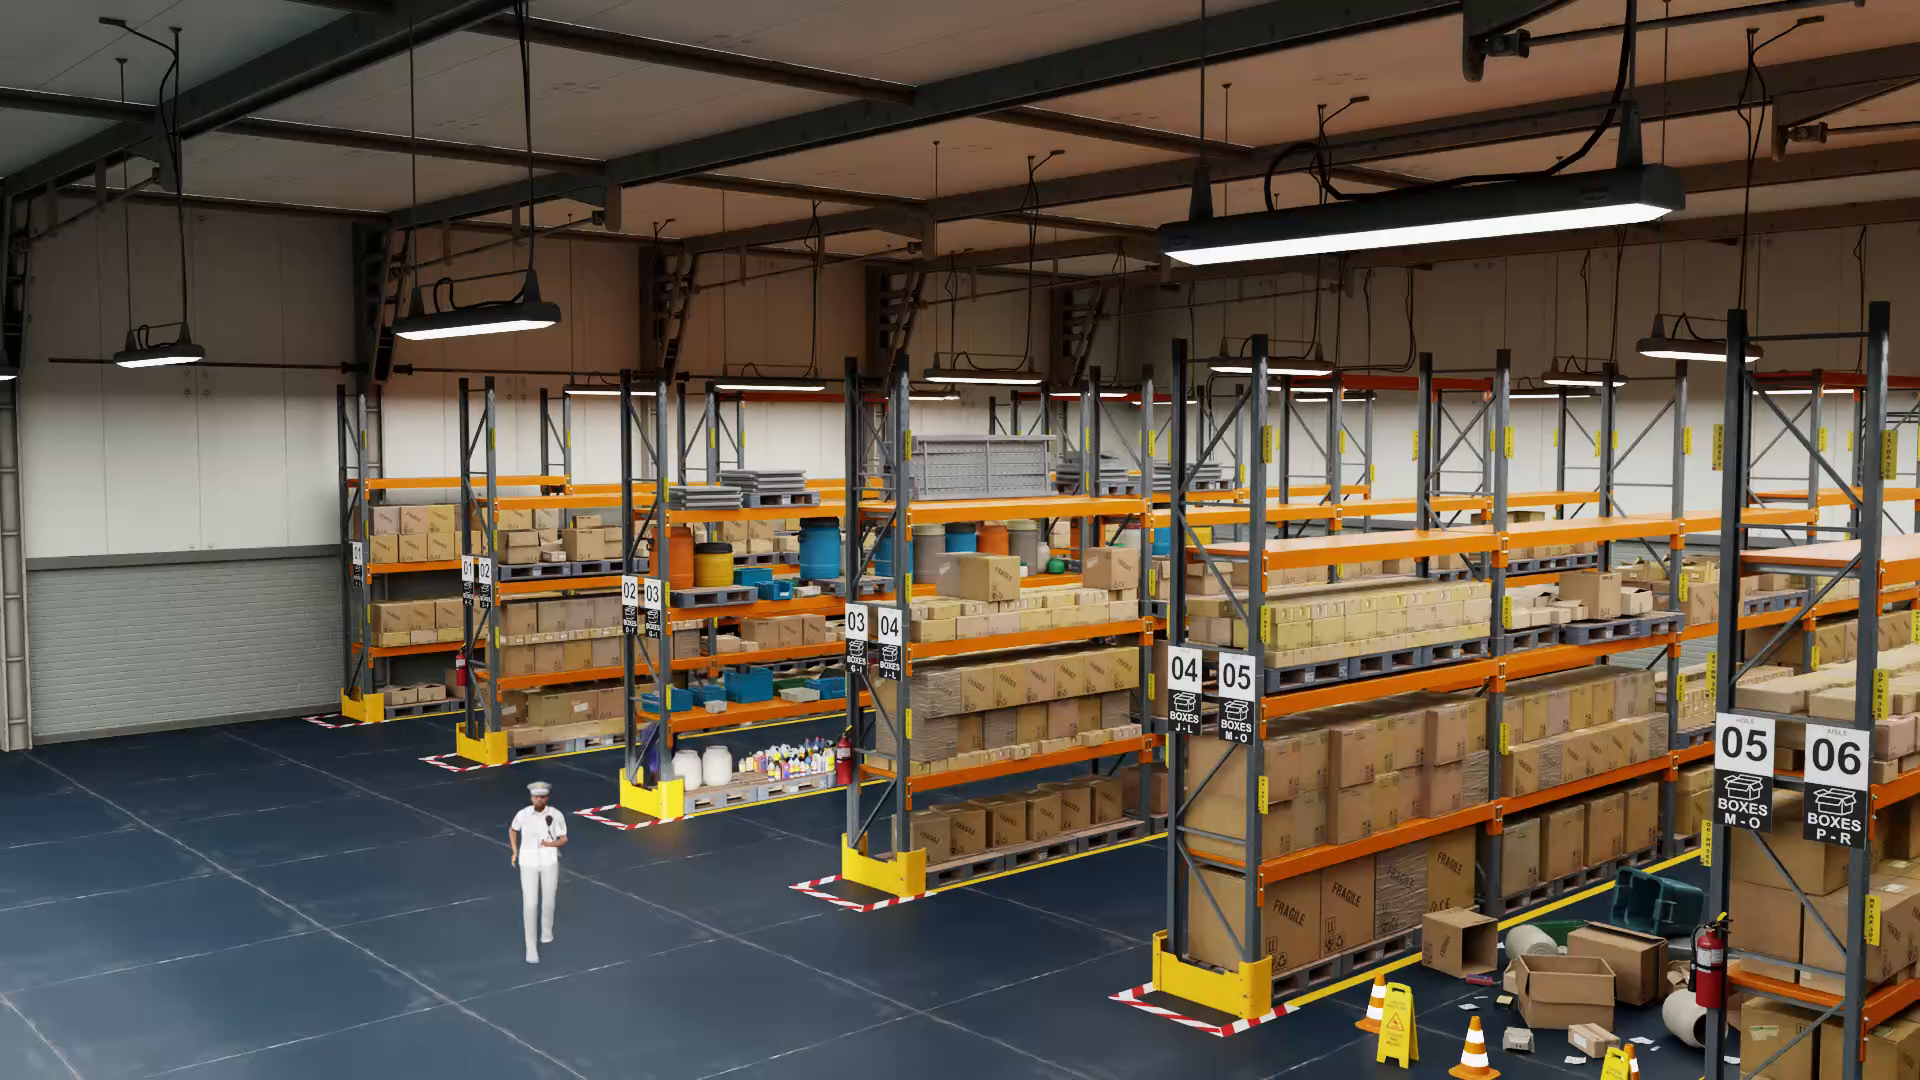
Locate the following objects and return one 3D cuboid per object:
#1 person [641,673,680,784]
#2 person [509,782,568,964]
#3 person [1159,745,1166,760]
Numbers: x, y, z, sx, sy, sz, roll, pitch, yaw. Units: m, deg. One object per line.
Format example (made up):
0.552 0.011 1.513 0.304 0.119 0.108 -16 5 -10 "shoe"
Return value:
-4.364 2.756 24.438 0.574 1.685 0.706 3 5 40 "person"
-4.153 3.242 16.416 0.546 1.758 0.755 -1 4 -17 "person"
3.151 2.644 25.558 0.557 1.737 0.816 3 5 39 "person"
